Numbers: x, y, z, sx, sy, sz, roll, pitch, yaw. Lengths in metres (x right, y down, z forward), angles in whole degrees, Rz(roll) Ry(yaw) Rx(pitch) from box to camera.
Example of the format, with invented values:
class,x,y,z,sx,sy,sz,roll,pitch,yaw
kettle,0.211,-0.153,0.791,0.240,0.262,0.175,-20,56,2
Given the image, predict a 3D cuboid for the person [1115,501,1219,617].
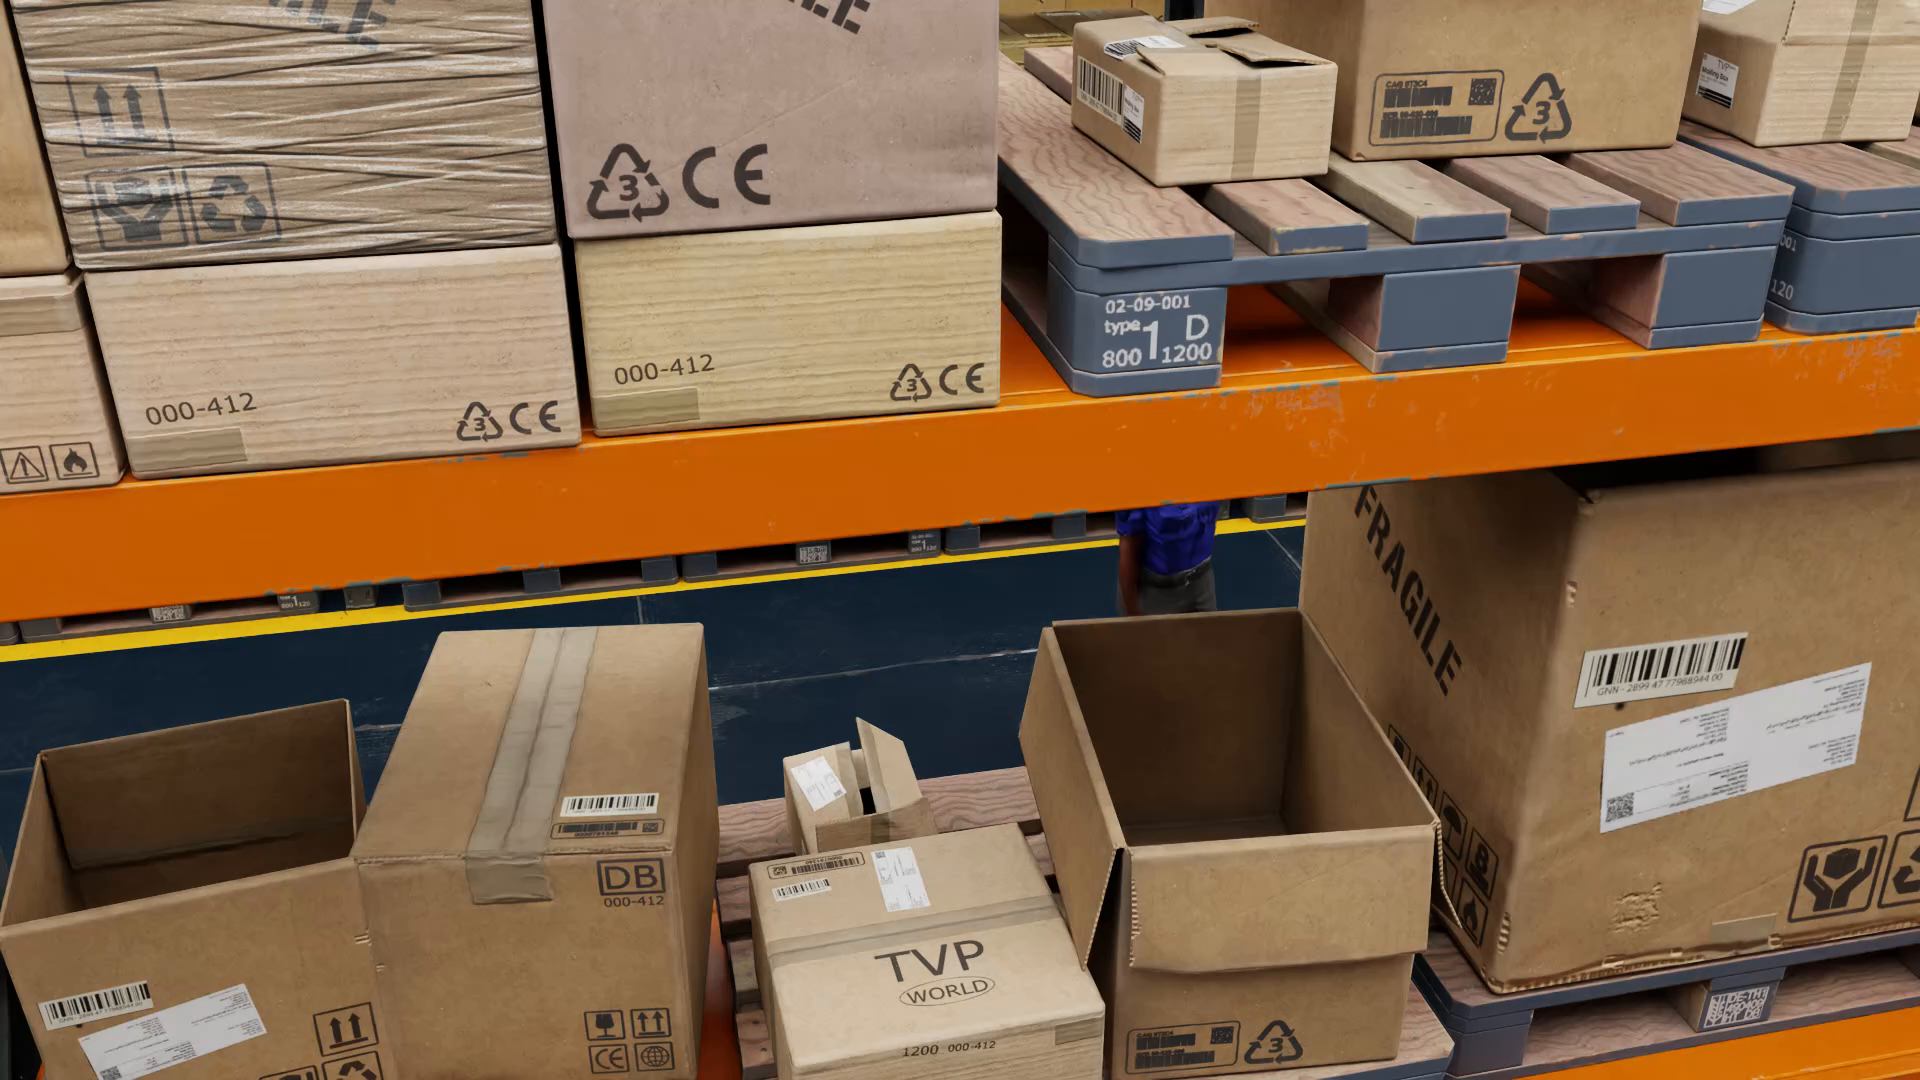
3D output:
class,x,y,z,sx,sy,sz,roll,pitch,yaw
person,0.702,0.198,5.711,0.461,1.650,0.505,-22,34,-36
